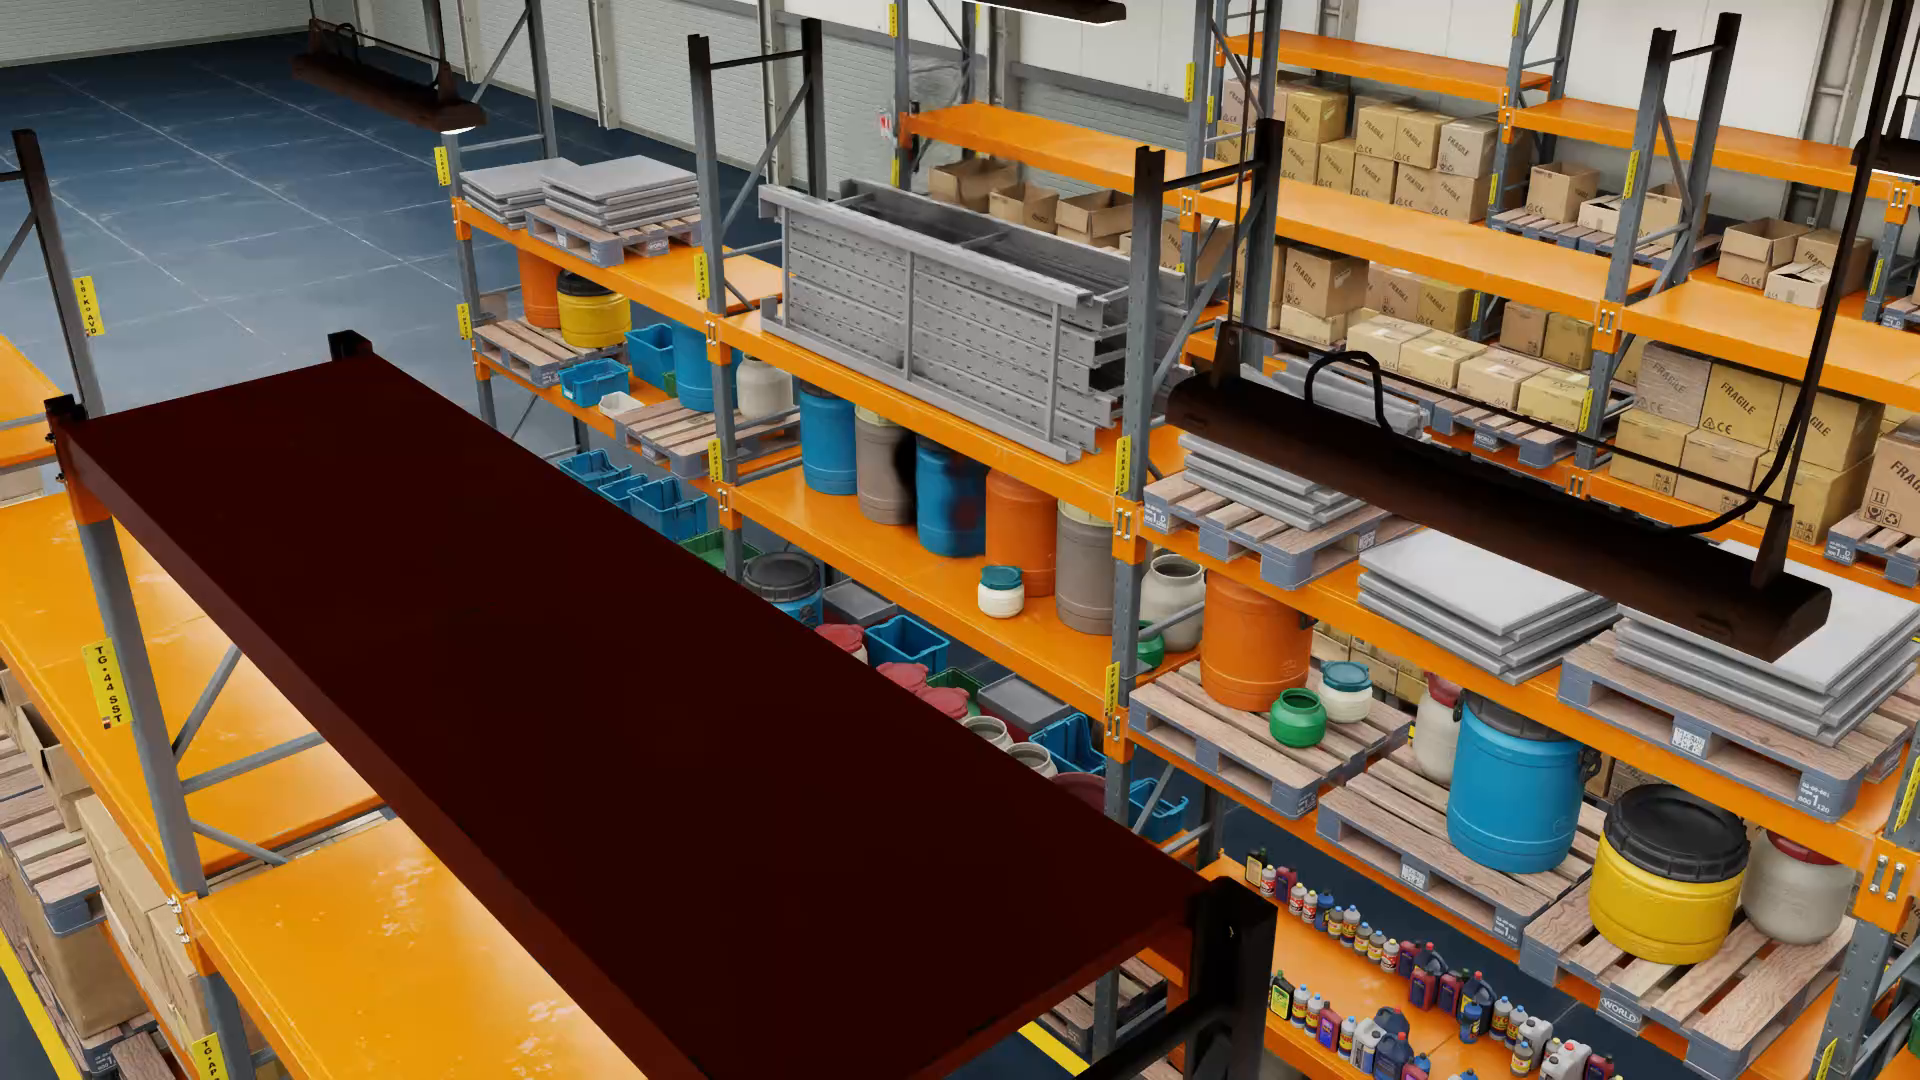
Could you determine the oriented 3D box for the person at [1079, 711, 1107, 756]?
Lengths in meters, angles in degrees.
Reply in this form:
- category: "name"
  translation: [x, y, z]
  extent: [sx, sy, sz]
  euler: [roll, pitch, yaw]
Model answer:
- category: "person"
  translation: [1.040, 1.517, 12.702]
  extent: [0.602, 1.684, 0.647]
  euler: [23, 35, 38]
